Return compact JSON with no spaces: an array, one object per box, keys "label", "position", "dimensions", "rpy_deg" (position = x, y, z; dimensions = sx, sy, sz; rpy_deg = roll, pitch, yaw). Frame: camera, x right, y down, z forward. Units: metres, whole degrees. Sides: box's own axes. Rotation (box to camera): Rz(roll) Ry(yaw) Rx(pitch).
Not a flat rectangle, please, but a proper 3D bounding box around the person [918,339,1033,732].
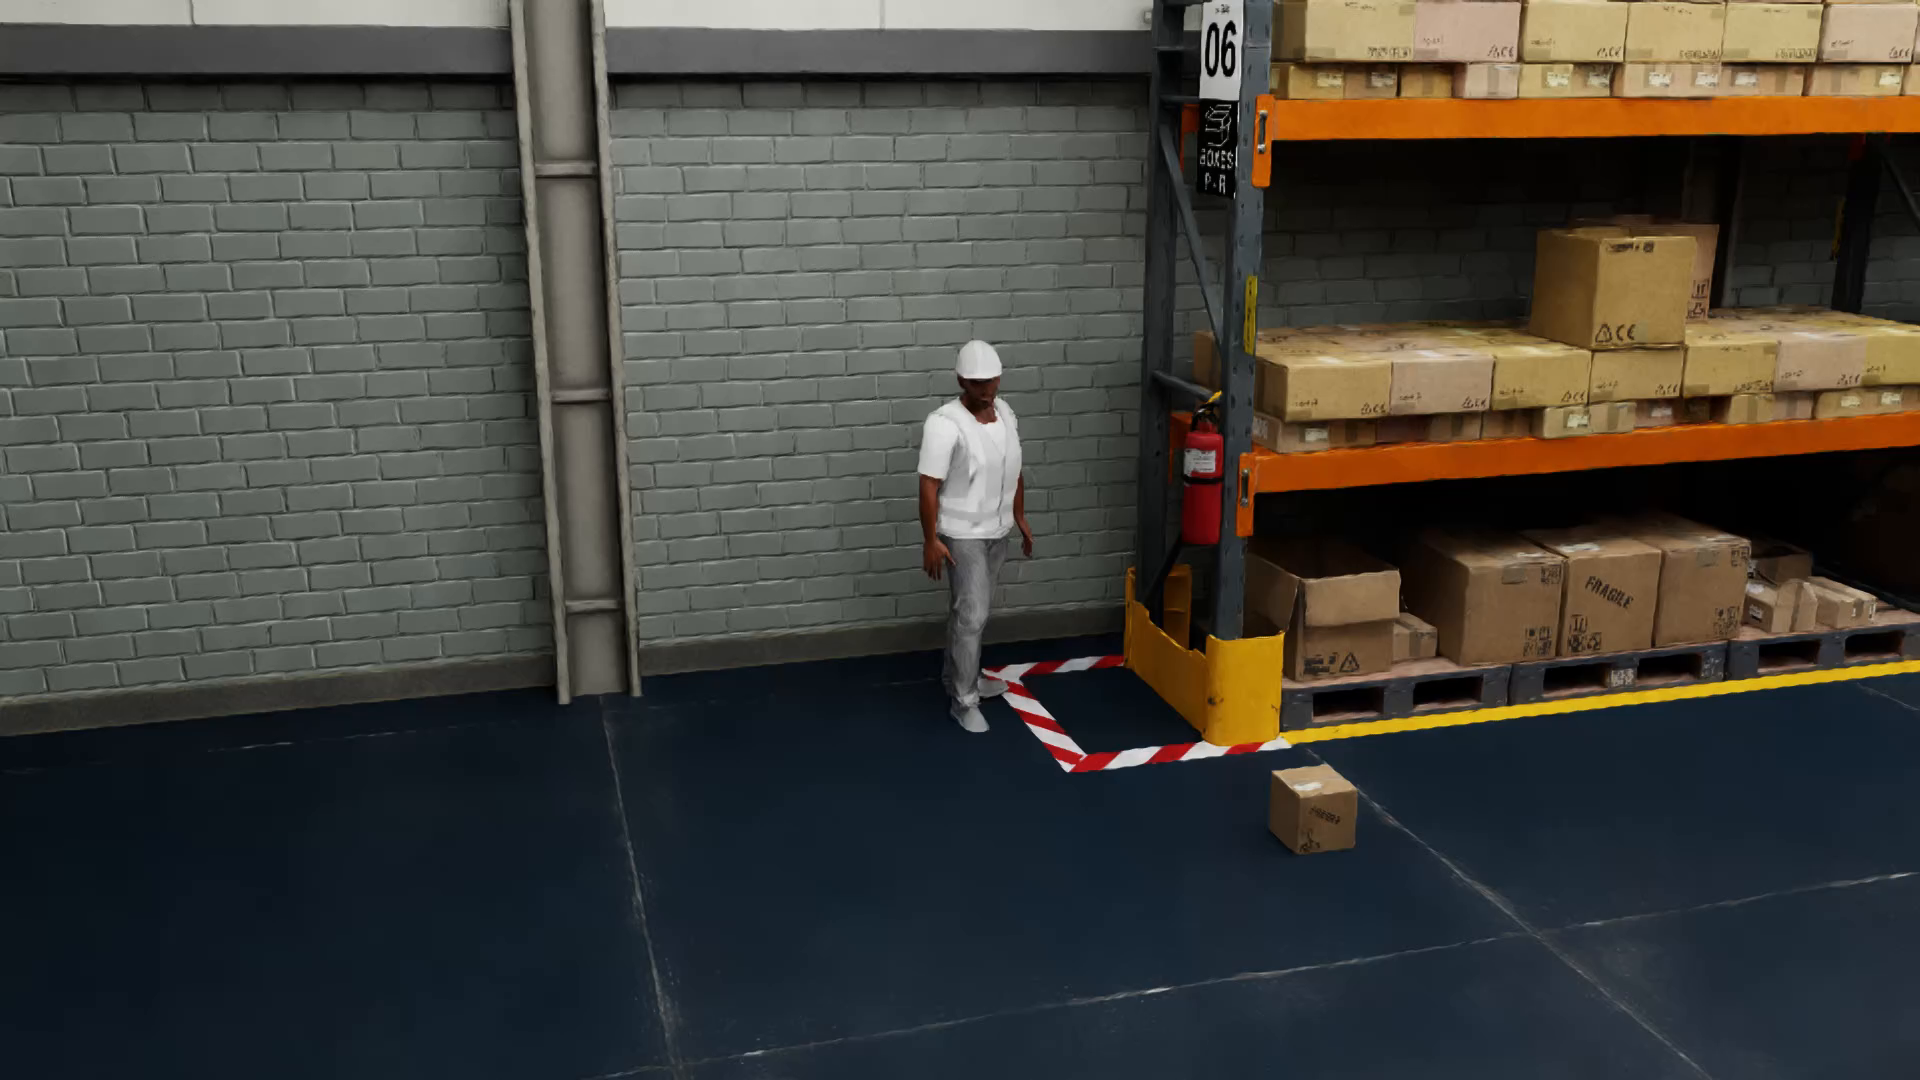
[{"label":"person","position":[0.062,-0.018,7.628],"dimensions":[0.457,1.824,0.604],"rpy_deg":[11,19,34]}]
